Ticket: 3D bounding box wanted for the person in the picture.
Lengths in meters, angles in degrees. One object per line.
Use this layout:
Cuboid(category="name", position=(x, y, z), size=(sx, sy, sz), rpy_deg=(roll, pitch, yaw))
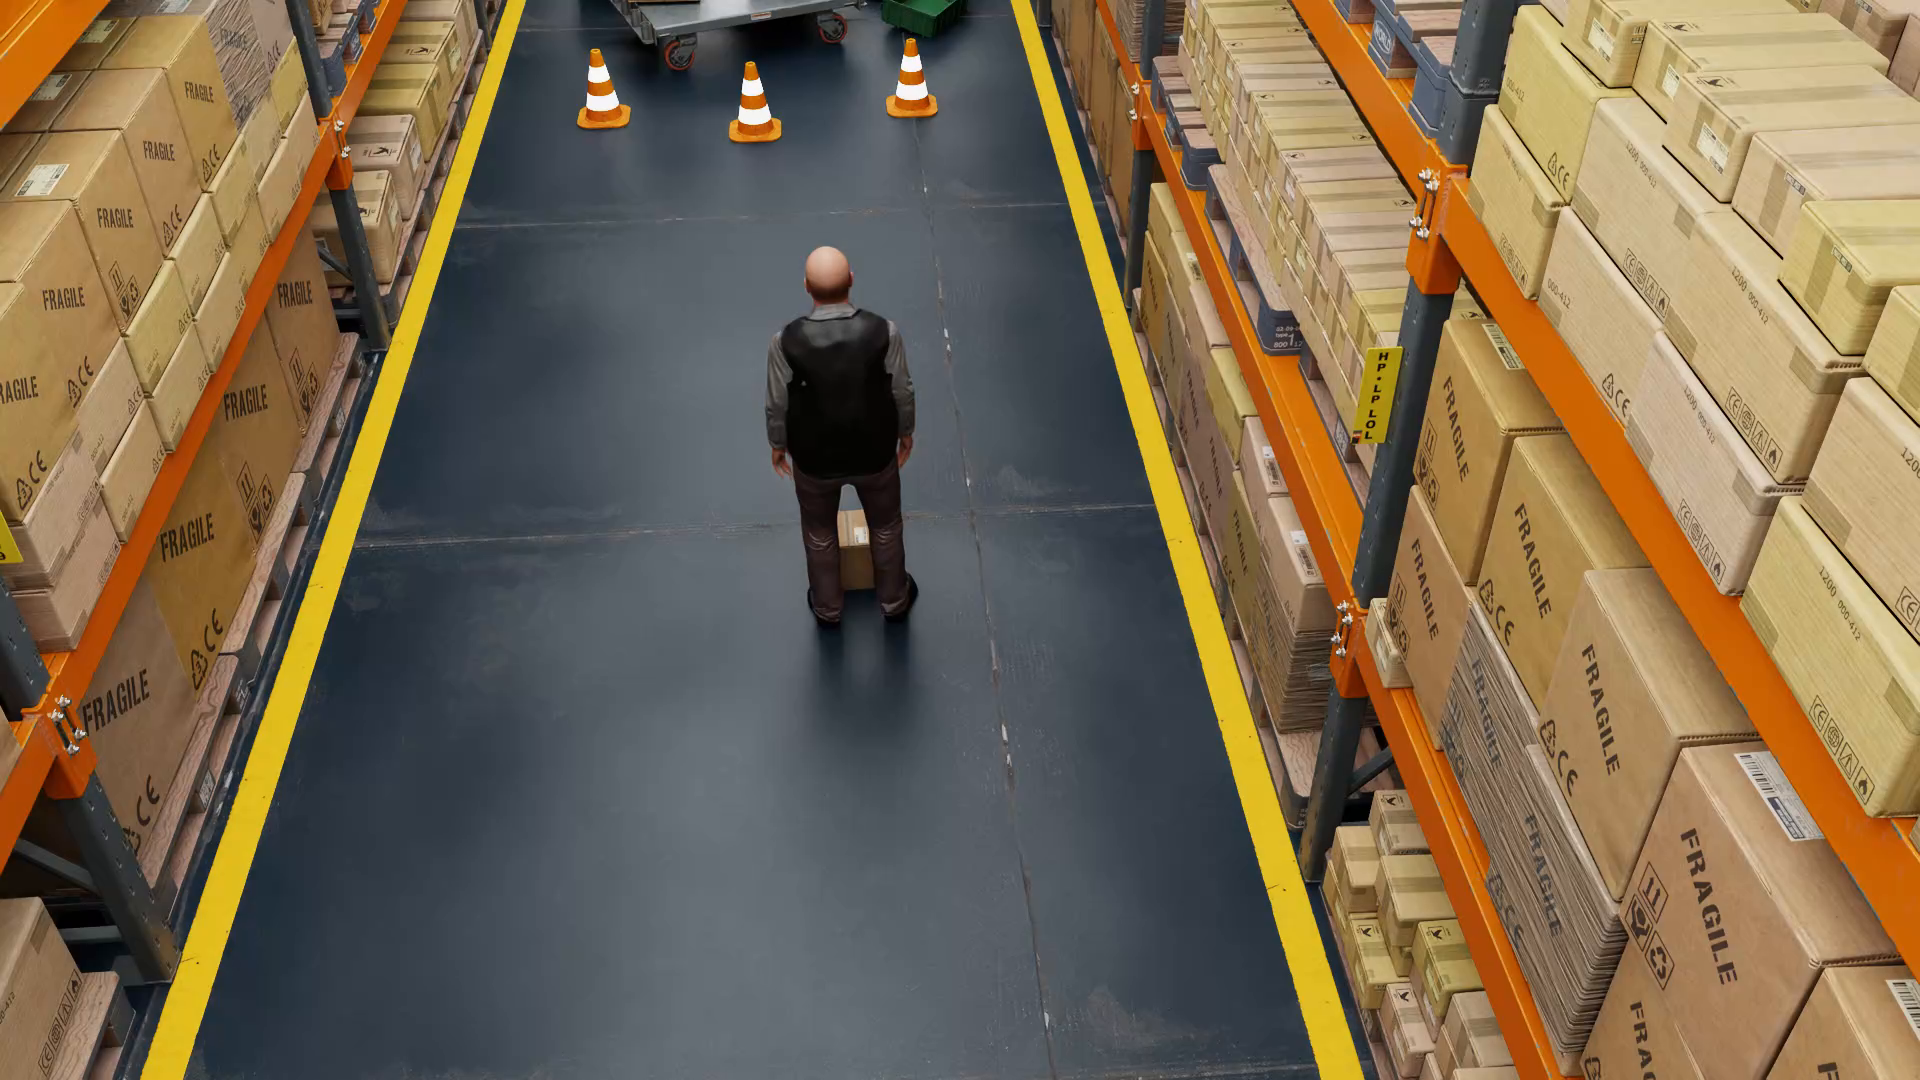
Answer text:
Cuboid(category="person", position=(-0.463, -0.352, 6.610), size=(0.592, 1.722, 0.412), rpy_deg=(-5, 39, -6))
